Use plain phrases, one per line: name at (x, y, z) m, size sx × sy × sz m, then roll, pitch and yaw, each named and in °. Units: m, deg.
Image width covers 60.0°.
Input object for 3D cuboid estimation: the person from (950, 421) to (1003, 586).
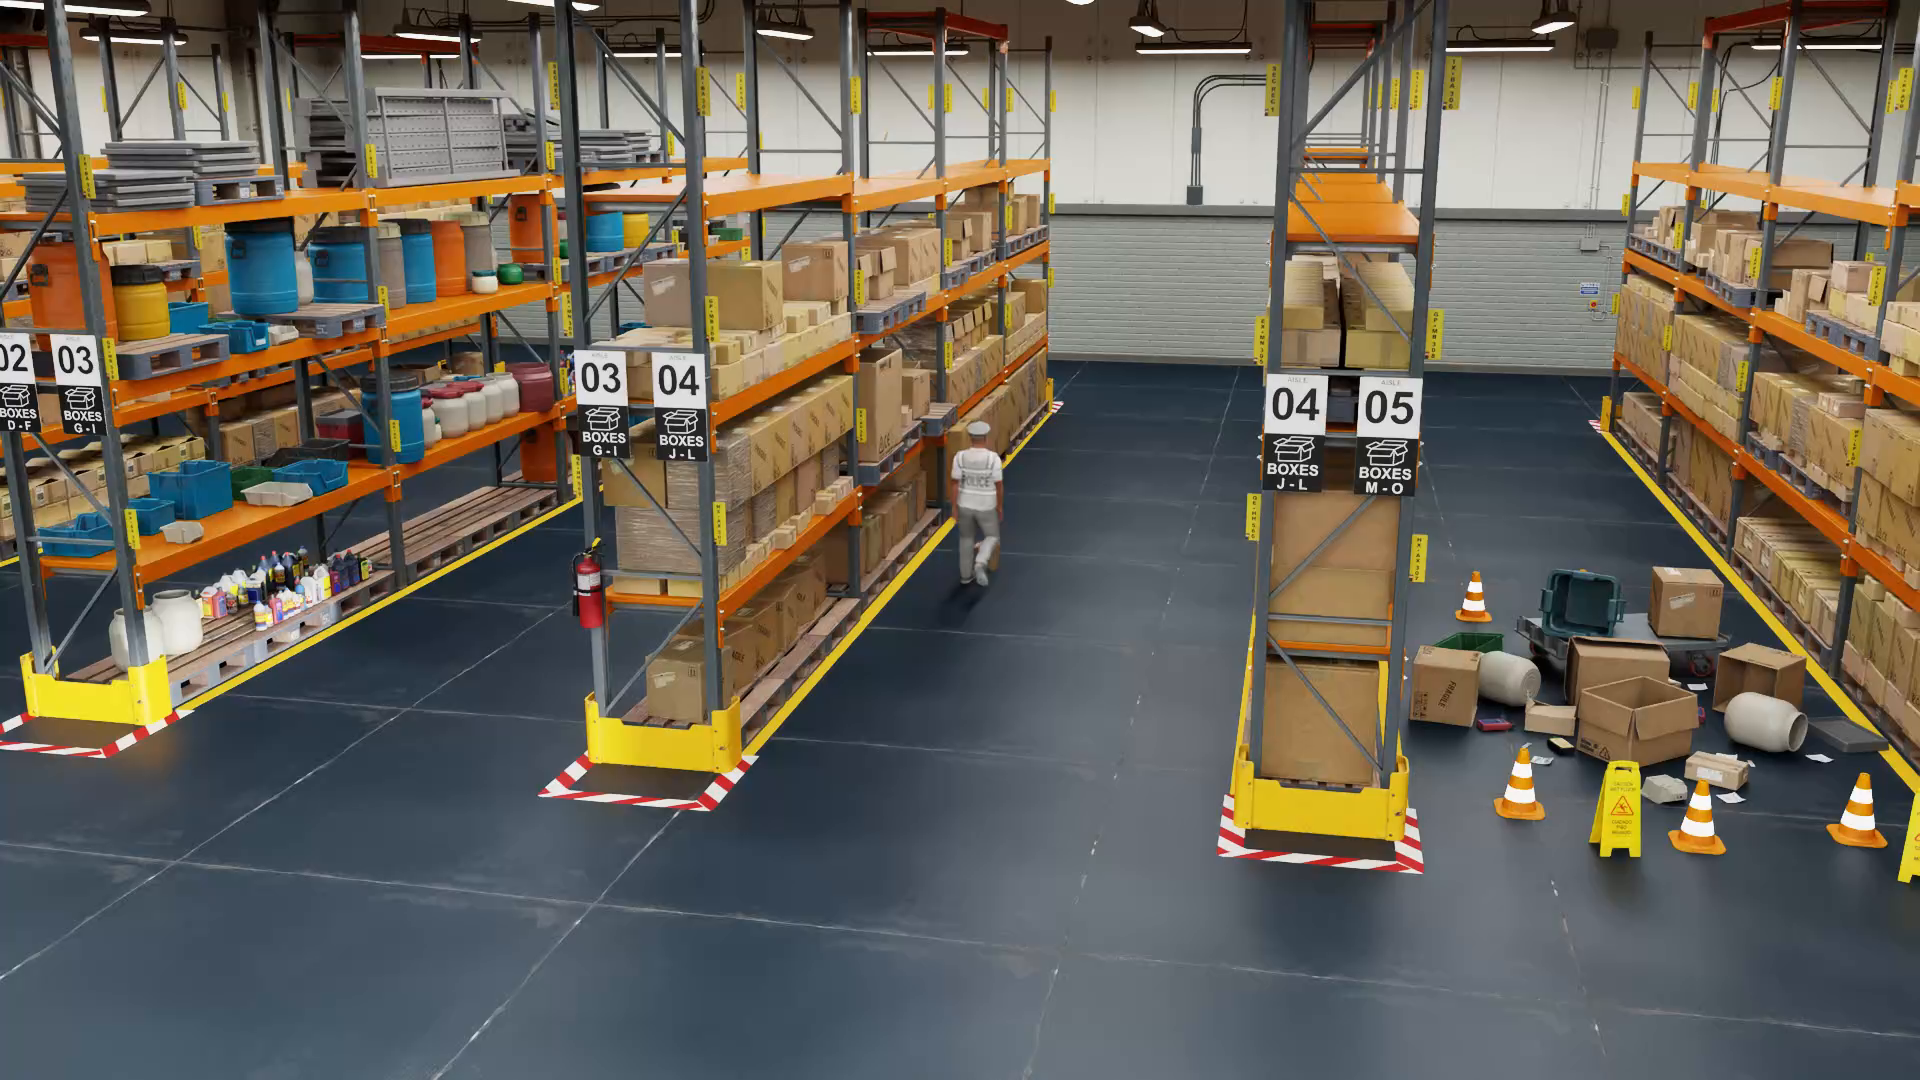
person at (0.182, -0.371, 17.344) m, size 0.558 × 1.751 × 0.633 m, roll 3°, pitch 15°, yaw 12°
